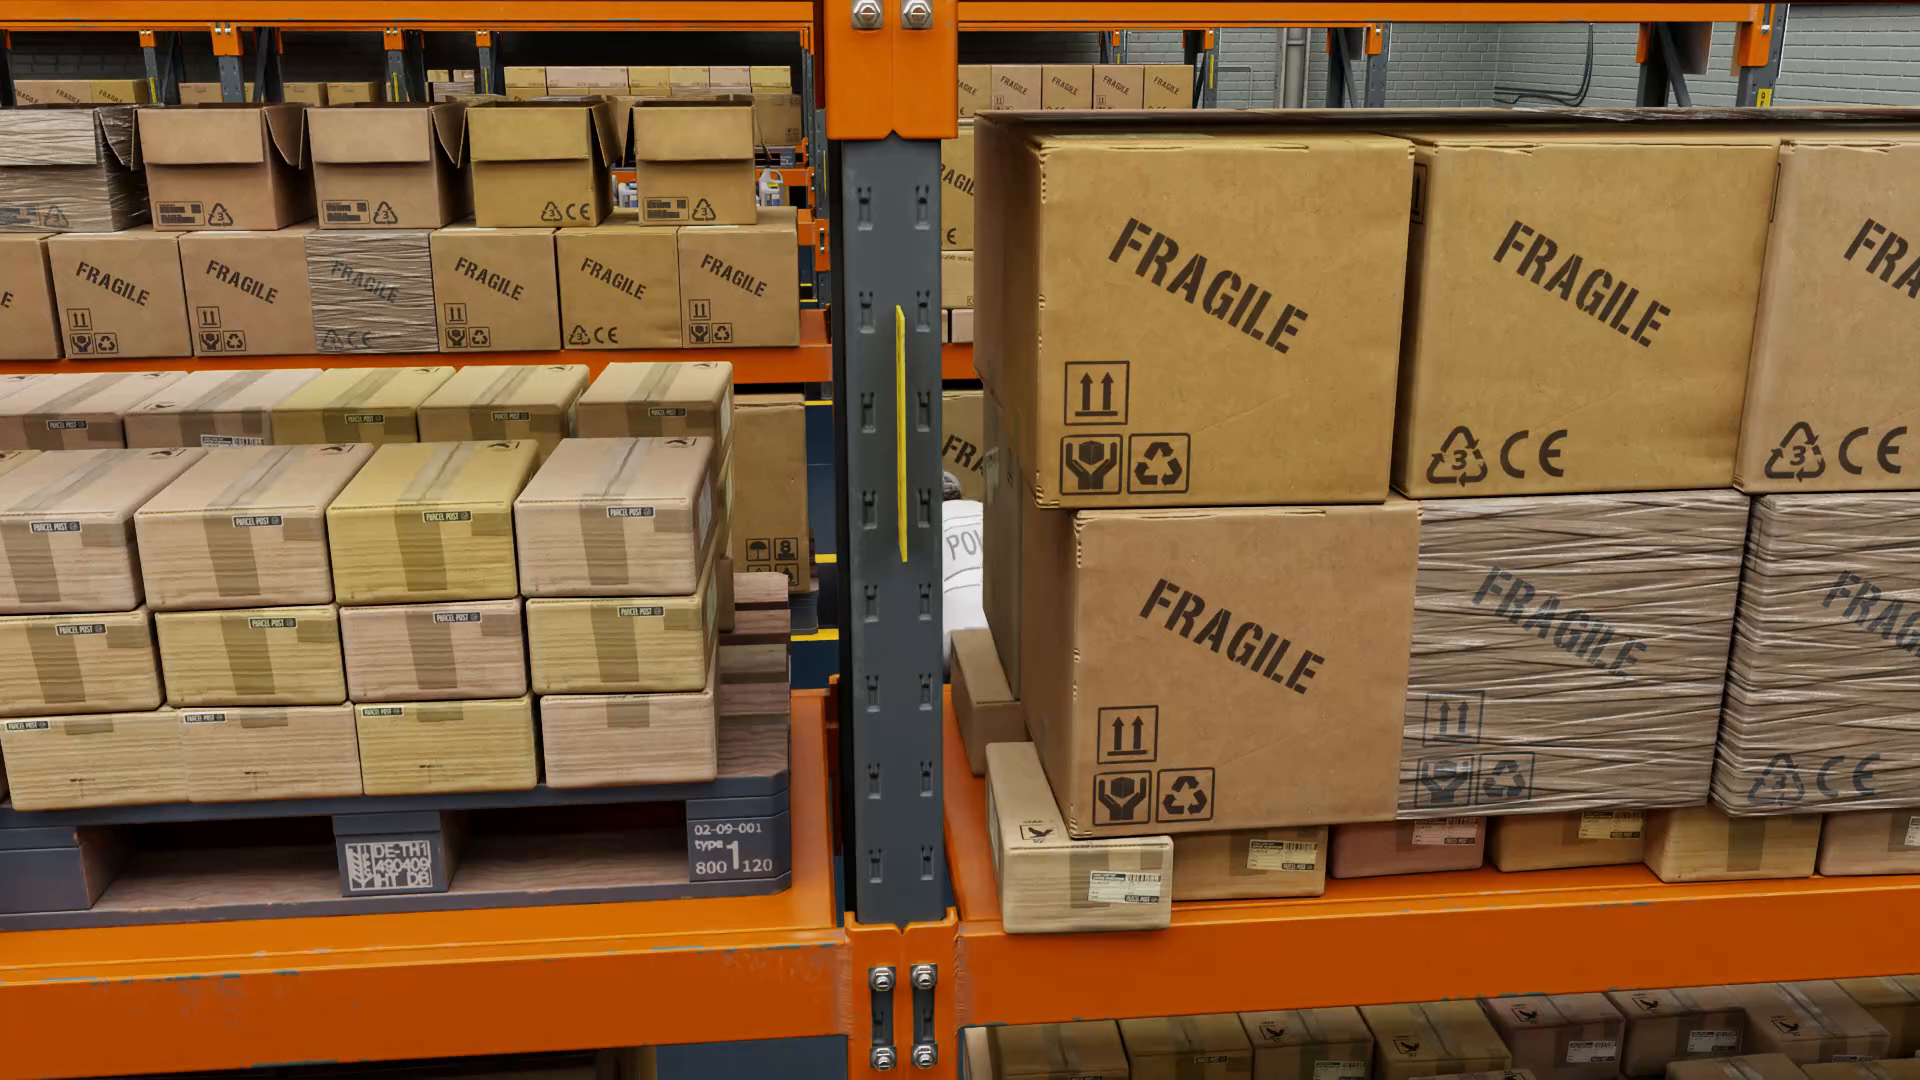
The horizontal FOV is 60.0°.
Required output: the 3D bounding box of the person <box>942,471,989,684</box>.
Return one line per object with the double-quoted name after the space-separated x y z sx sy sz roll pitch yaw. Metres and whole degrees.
0.028 0.299 6.222 0.526 0.992 0.846 -4 17 -12 "person"
